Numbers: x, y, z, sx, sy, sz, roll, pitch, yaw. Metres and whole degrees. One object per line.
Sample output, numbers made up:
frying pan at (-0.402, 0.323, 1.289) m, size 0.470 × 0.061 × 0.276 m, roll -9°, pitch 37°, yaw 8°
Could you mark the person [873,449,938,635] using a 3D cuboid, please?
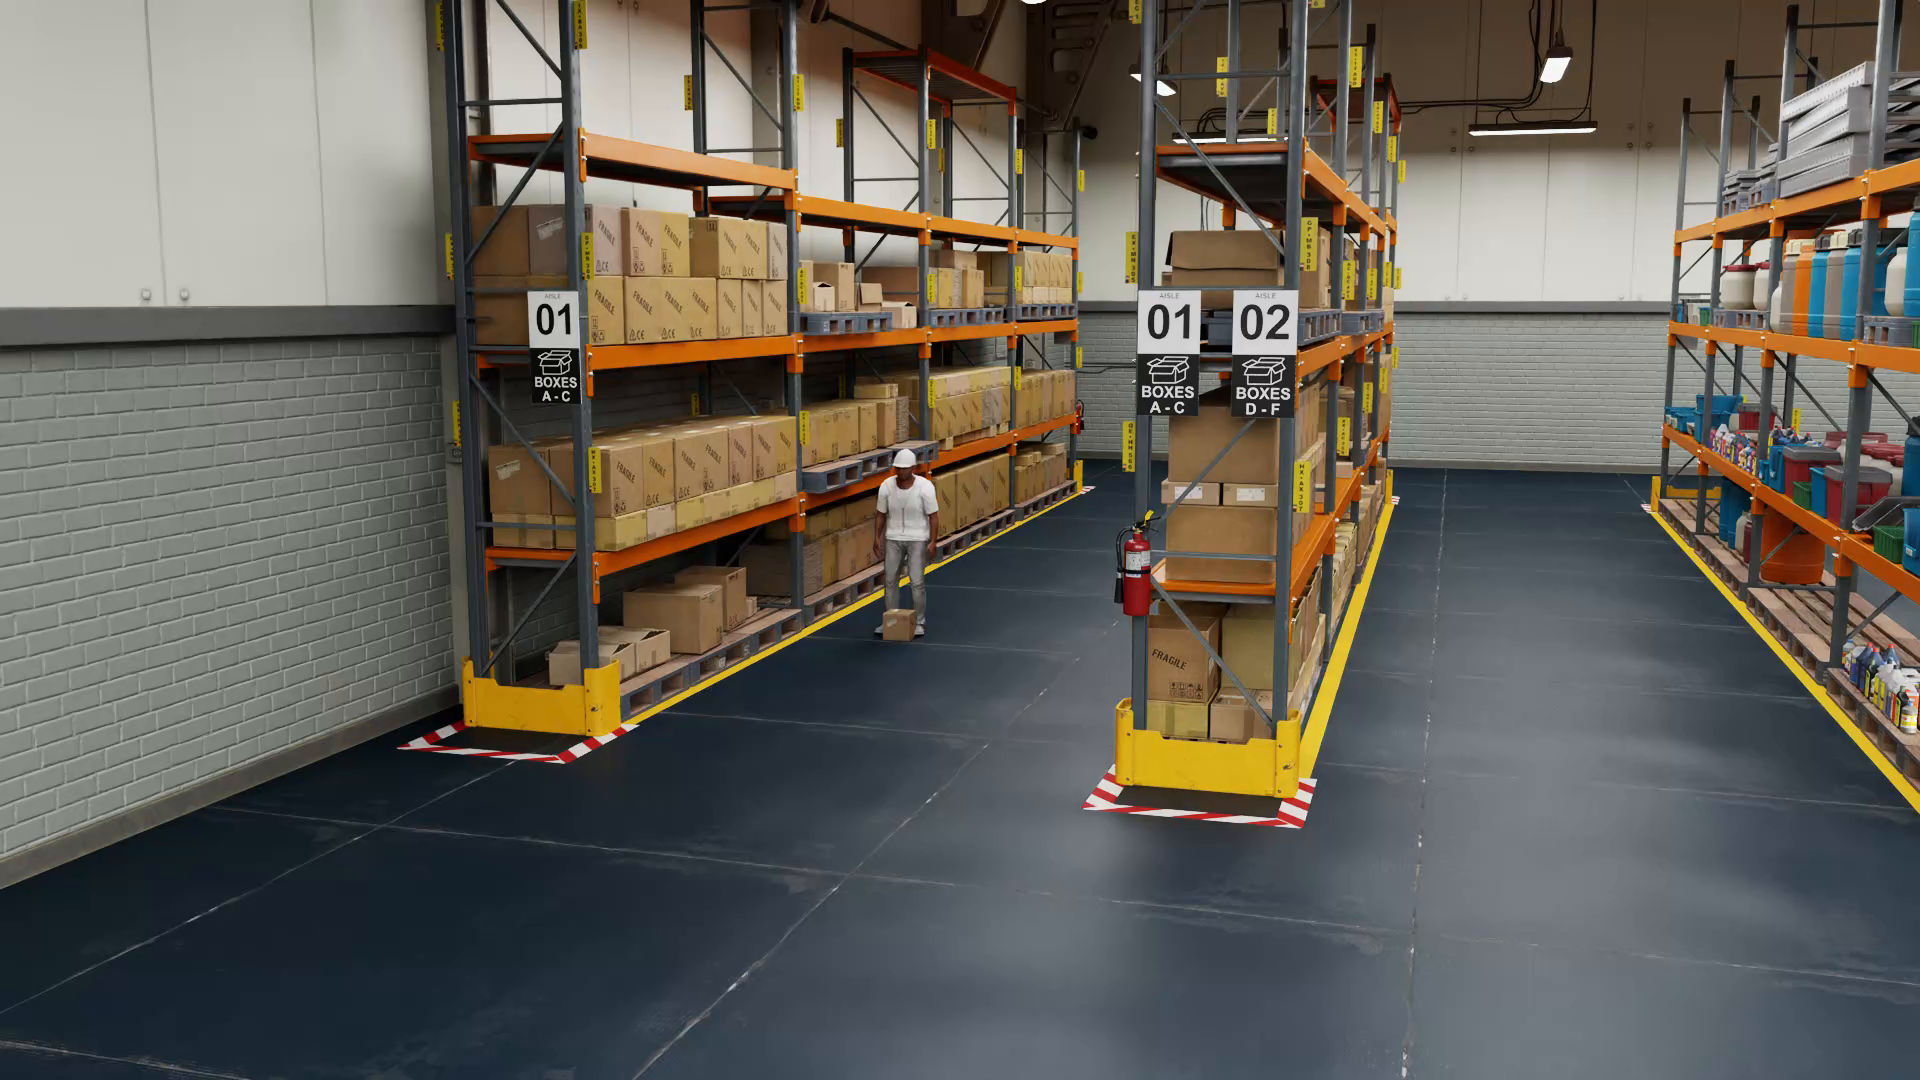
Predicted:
person at (-0.515, 0.016, 15.656) m, size 0.627 × 1.761 × 0.459 m, roll 2°, pitch 9°, yaw 16°
